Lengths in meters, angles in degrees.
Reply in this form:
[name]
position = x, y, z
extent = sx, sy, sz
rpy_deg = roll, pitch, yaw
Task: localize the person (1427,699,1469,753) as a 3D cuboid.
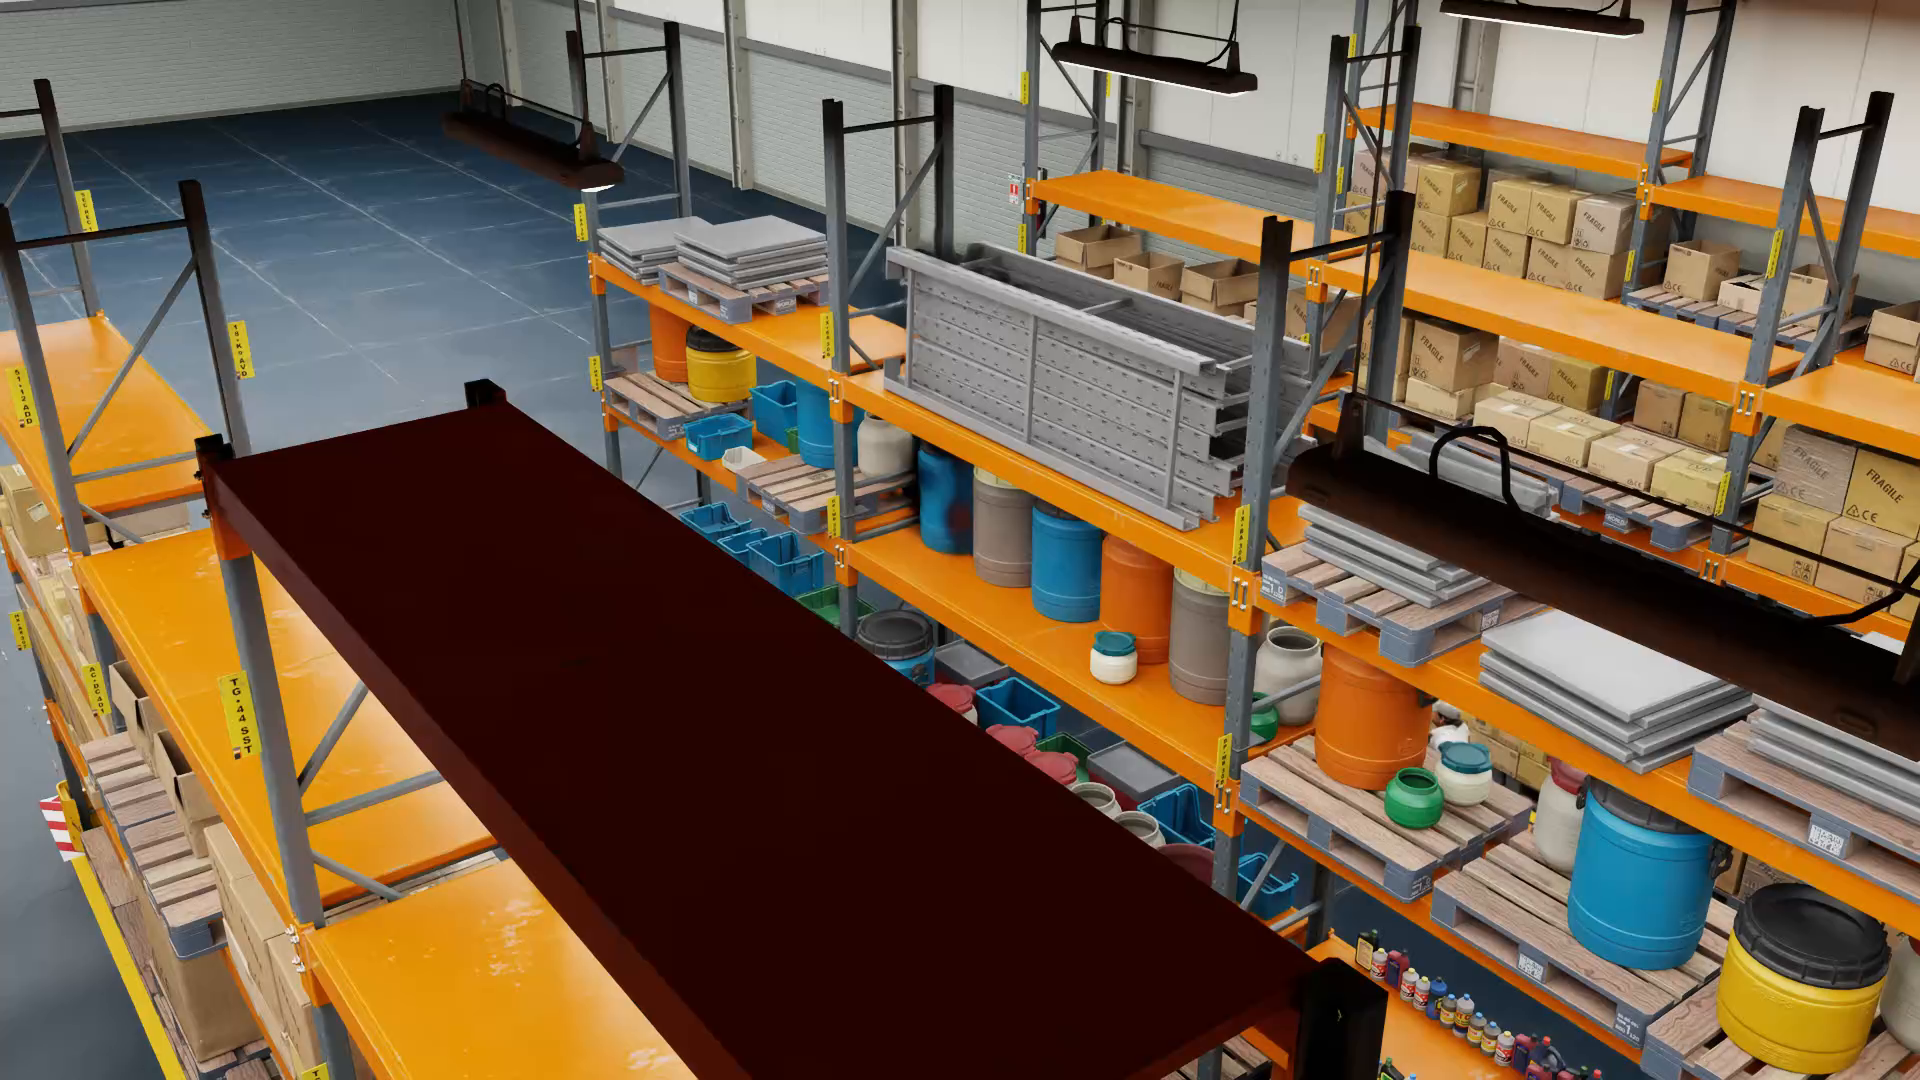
[person]
position = 3.726, 1.945, 12.791
extent = 0.538, 1.613, 0.787
rpy_deg = -20, 31, -37
